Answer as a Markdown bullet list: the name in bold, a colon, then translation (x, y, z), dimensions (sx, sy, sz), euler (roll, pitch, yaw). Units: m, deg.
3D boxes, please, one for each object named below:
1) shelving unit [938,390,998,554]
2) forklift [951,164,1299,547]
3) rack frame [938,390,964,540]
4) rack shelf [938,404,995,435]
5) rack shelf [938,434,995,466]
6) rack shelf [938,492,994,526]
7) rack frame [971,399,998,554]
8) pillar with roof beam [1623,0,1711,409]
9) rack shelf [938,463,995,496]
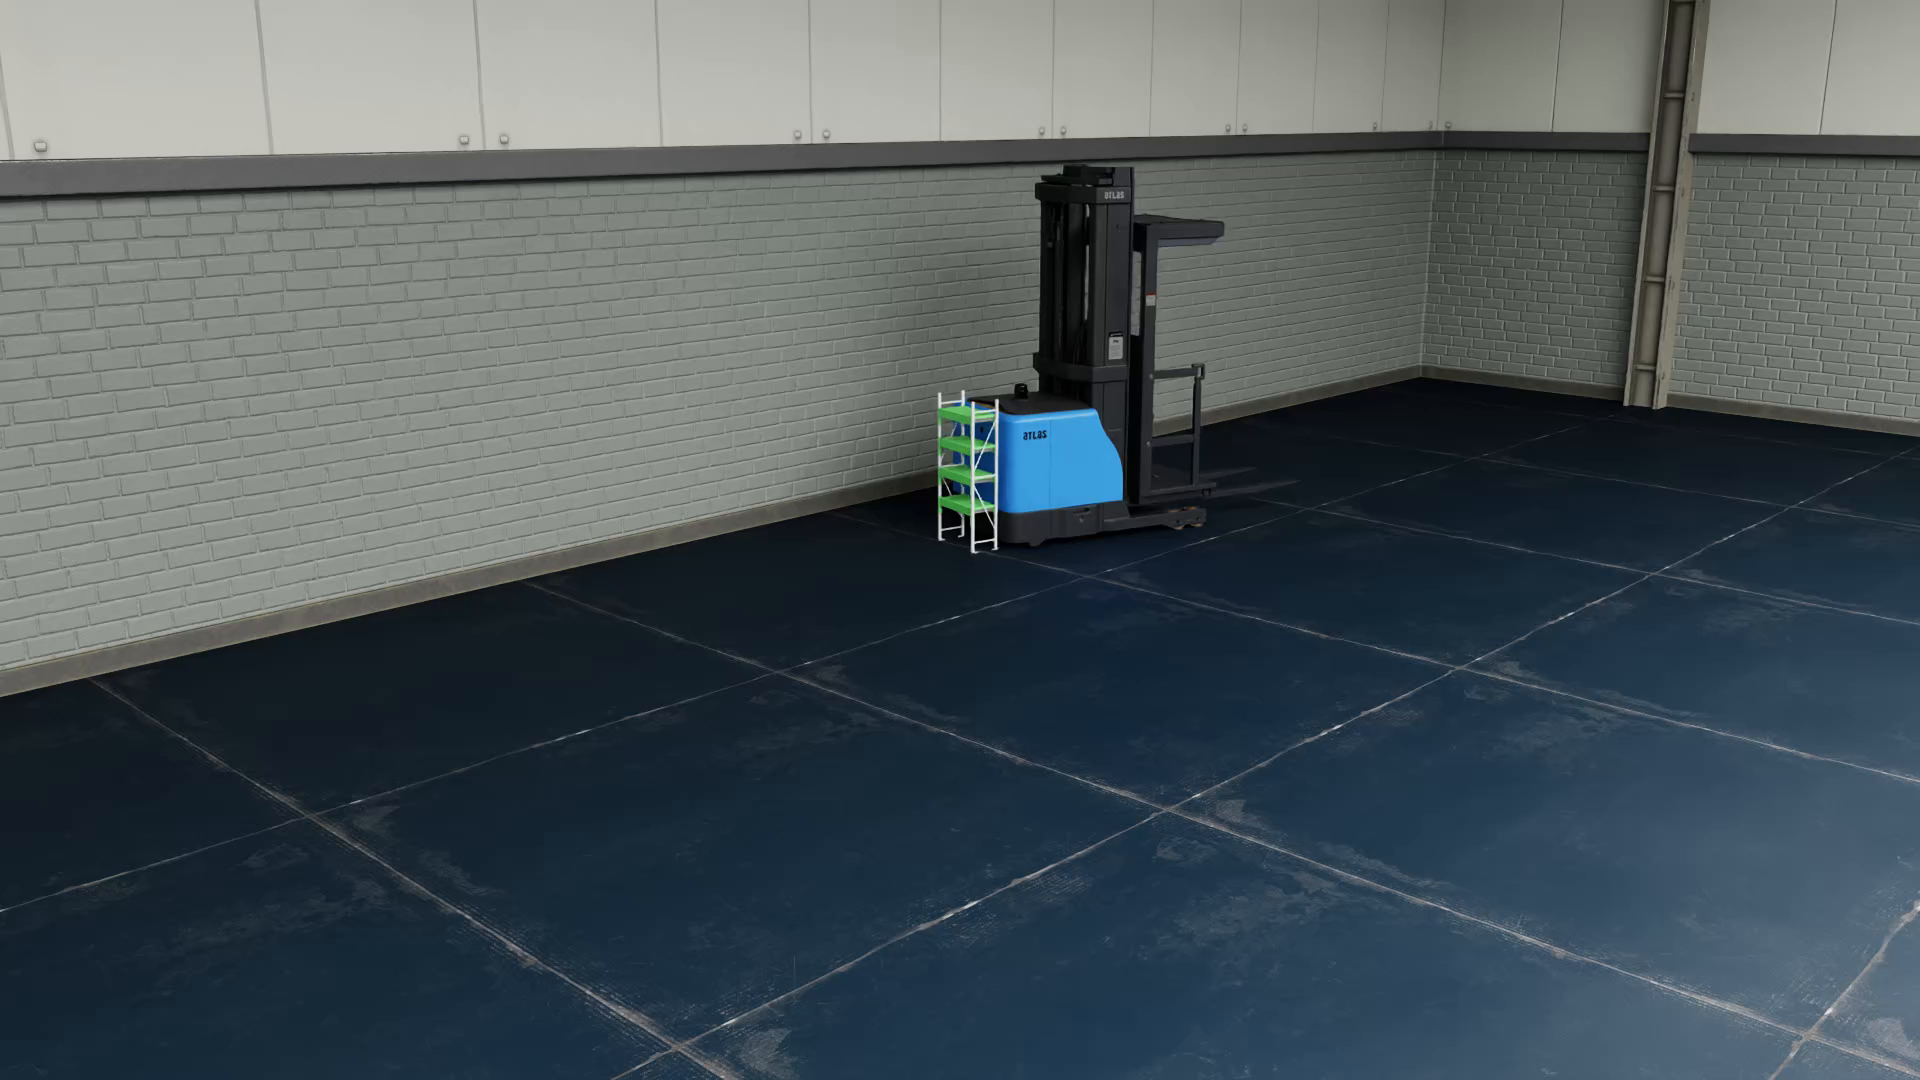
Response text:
- **shelving unit**: translation (0.060, -0.542, 13.134), dimensions (0.258, 1.200, 0.503), euler (-9, 17, -31)
- **forklift**: translation (1.473, -1.609, 13.795), dimensions (3.031, 2.935, 1.130), euler (-8, 16, -27)
- **rack frame**: translation (-0.070, -0.595, 13.334), dimensions (0.240, 1.200, 0.015), euler (-9, 17, -31)
- **rack shelf**: translation (0.060, -0.945, 13.029), dimensions (0.258, 0.148, 0.480), euler (-9, 17, -31)
- **rack shelf**: translation (0.060, -0.713, 13.090), dimensions (0.258, 0.148, 0.480), euler (-9, 17, -31)
- **rack shelf**: translation (0.060, -0.248, 13.211), dimensions (0.258, 0.148, 0.480), euler (-9, 17, -31)
- **rack frame**: translation (0.190, -0.490, 12.935), dimensions (0.240, 1.200, 0.015), euler (-9, 17, -31)
- **pillar with roof beam**: translation (5.032, -5.147, 15.339), dimensions (0.400, 9.000, 9.100), euler (14, 20, 42)
- **rack shelf**: translation (0.060, -0.481, 13.150), dimensions (0.258, 0.148, 0.480), euler (-9, 17, -31)
